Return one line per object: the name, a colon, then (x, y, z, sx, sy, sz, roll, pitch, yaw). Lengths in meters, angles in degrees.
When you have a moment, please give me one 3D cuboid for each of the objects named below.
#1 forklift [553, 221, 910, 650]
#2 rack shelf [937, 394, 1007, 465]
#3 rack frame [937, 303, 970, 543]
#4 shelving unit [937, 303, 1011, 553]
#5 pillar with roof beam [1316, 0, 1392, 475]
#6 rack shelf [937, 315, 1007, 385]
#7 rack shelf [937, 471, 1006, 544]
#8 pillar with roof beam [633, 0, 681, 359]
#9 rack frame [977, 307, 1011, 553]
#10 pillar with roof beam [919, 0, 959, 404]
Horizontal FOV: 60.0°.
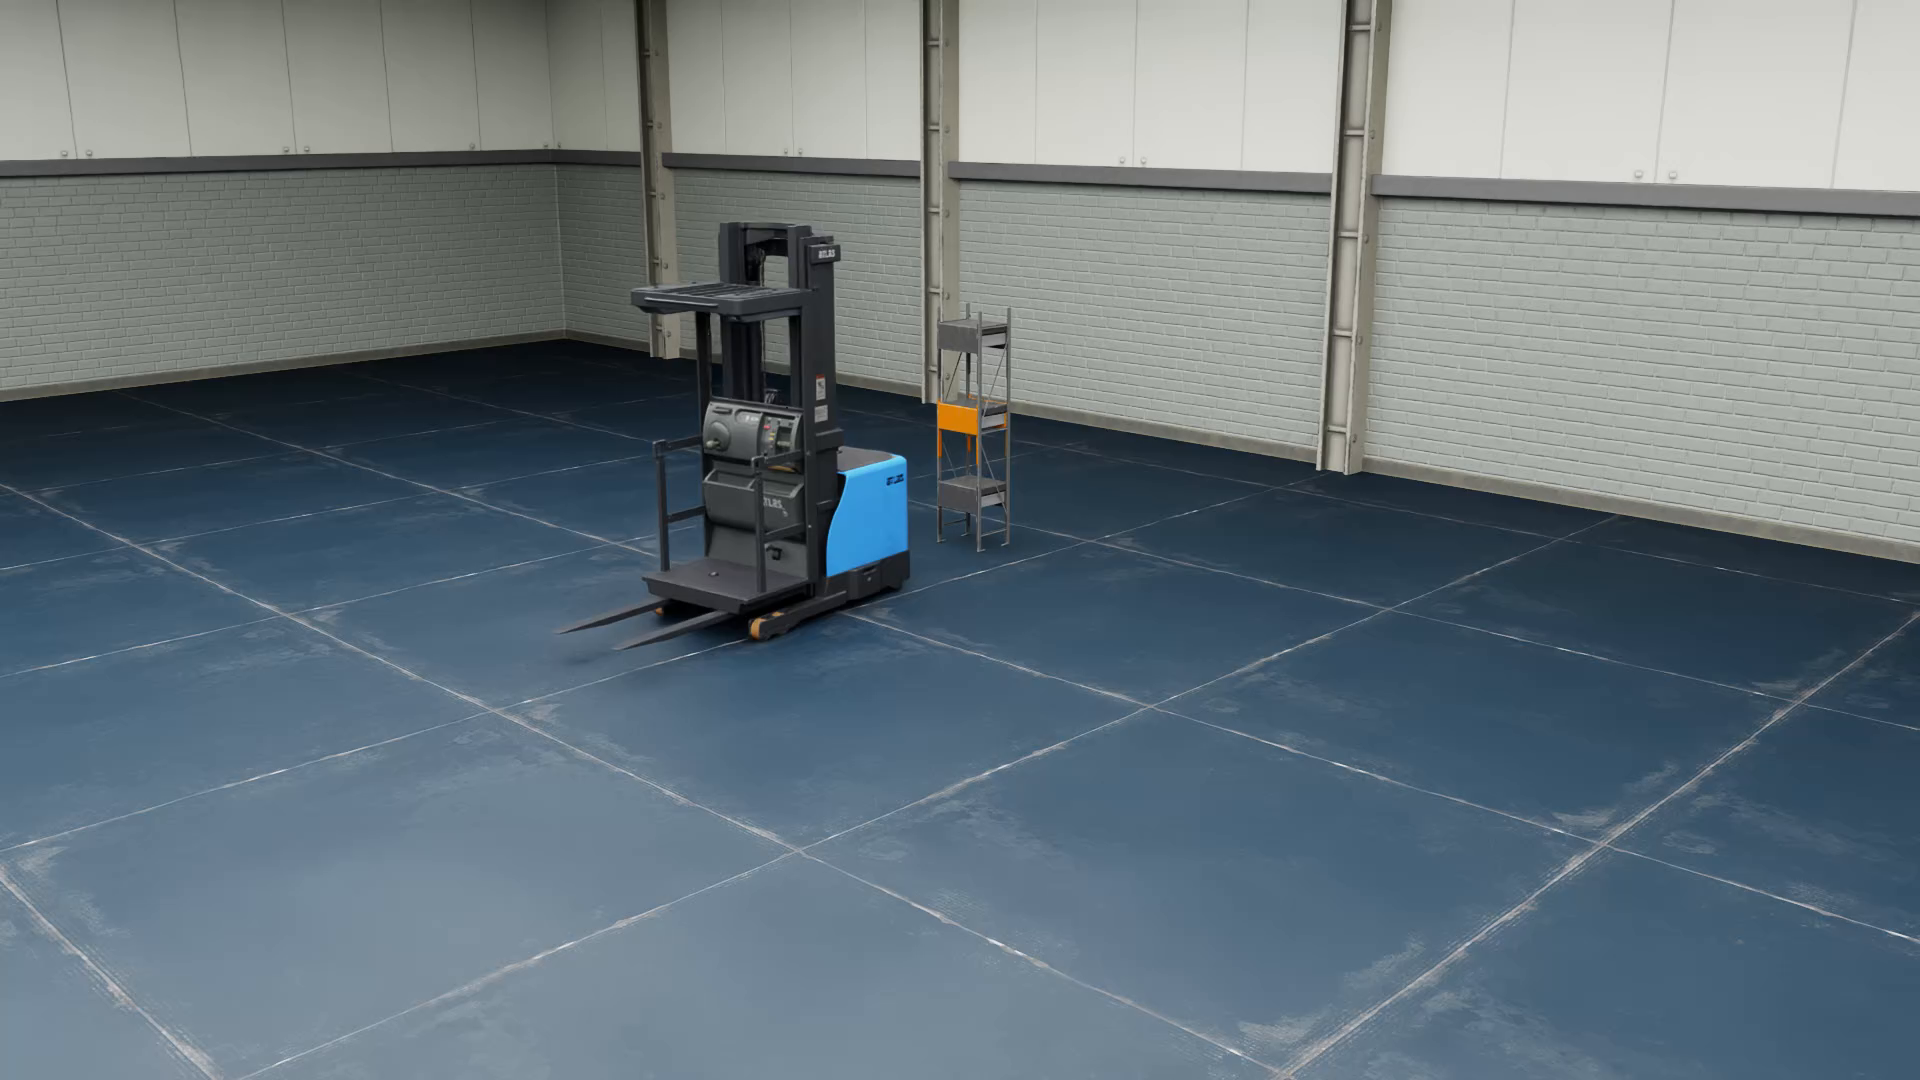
forklift: (-1.682, -0.821, 12.270, 1.130, 2.935, 3.031, 10, 18, 35)
rack shelf: (0.119, -0.974, 14.560, 0.480, 0.518, 0.431, 14, 20, 42)
rack frame: (-0.057, -1.030, 14.720, 0.015, 2.100, 0.400, 14, 20, 42)
shelving unit: (0.119, -0.987, 14.556, 0.503, 2.100, 0.431, 14, 20, 42)
pillar with roof beam: (1.074, -4.321, 13.667, 0.400, 9.000, 9.100, 14, 20, 42)
rack shelf: (0.119, -1.651, 14.383, 0.480, 0.518, 0.431, 14, 20, 42)
rack shelf: (0.119, -0.297, 14.736, 0.480, 0.518, 0.431, 14, 20, 42)
pillar with roof beam: (-7.565, -6.421, 21.727, 0.400, 9.000, 9.100, 14, 20, 42)
rack frame: (0.295, -0.944, 14.392, 0.015, 2.100, 0.400, 14, 20, 42)
pillar with roof beam: (-3.245, -5.371, 17.697, 0.400, 9.000, 9.100, 14, 20, 42)
